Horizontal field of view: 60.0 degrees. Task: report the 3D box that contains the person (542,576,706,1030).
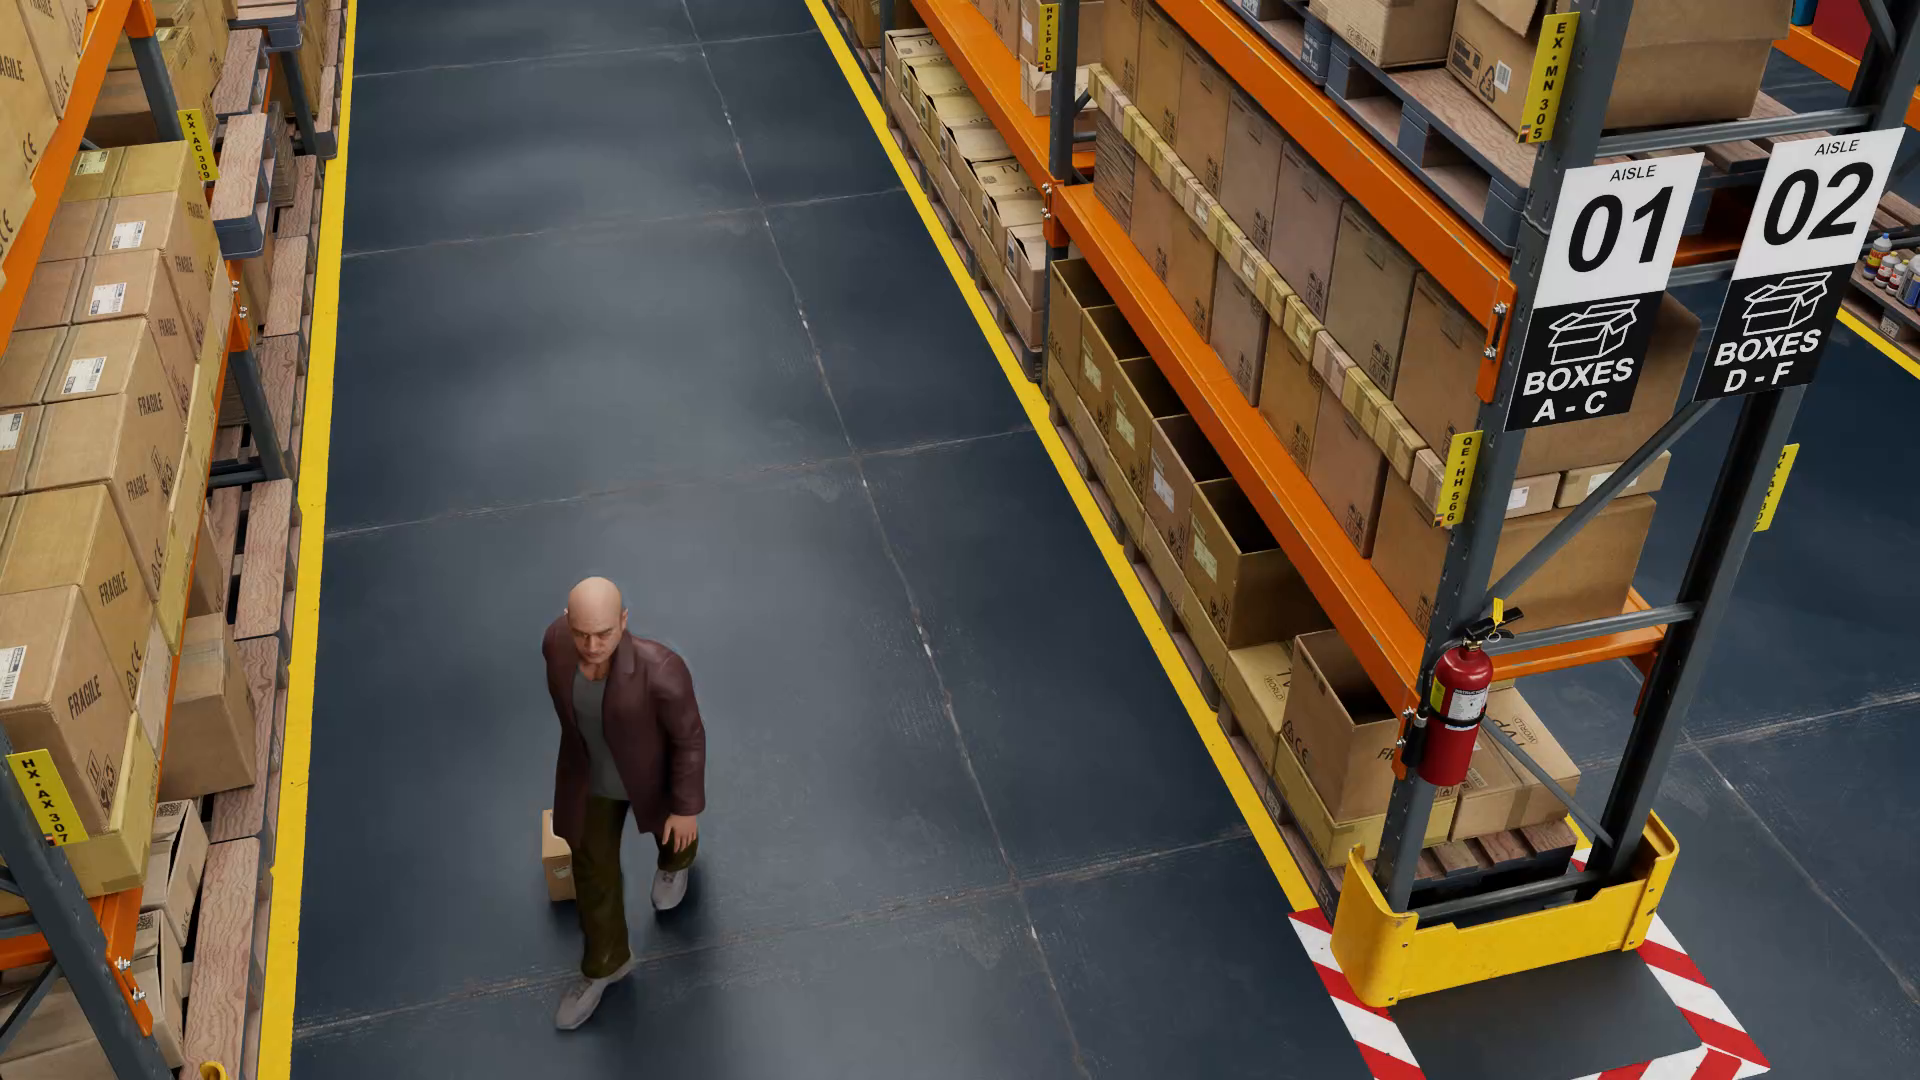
[{"bbox_3d":[-1.119,0.797,5.689,0.608,1.774,0.916,6,38,8],"label":"person"}]
